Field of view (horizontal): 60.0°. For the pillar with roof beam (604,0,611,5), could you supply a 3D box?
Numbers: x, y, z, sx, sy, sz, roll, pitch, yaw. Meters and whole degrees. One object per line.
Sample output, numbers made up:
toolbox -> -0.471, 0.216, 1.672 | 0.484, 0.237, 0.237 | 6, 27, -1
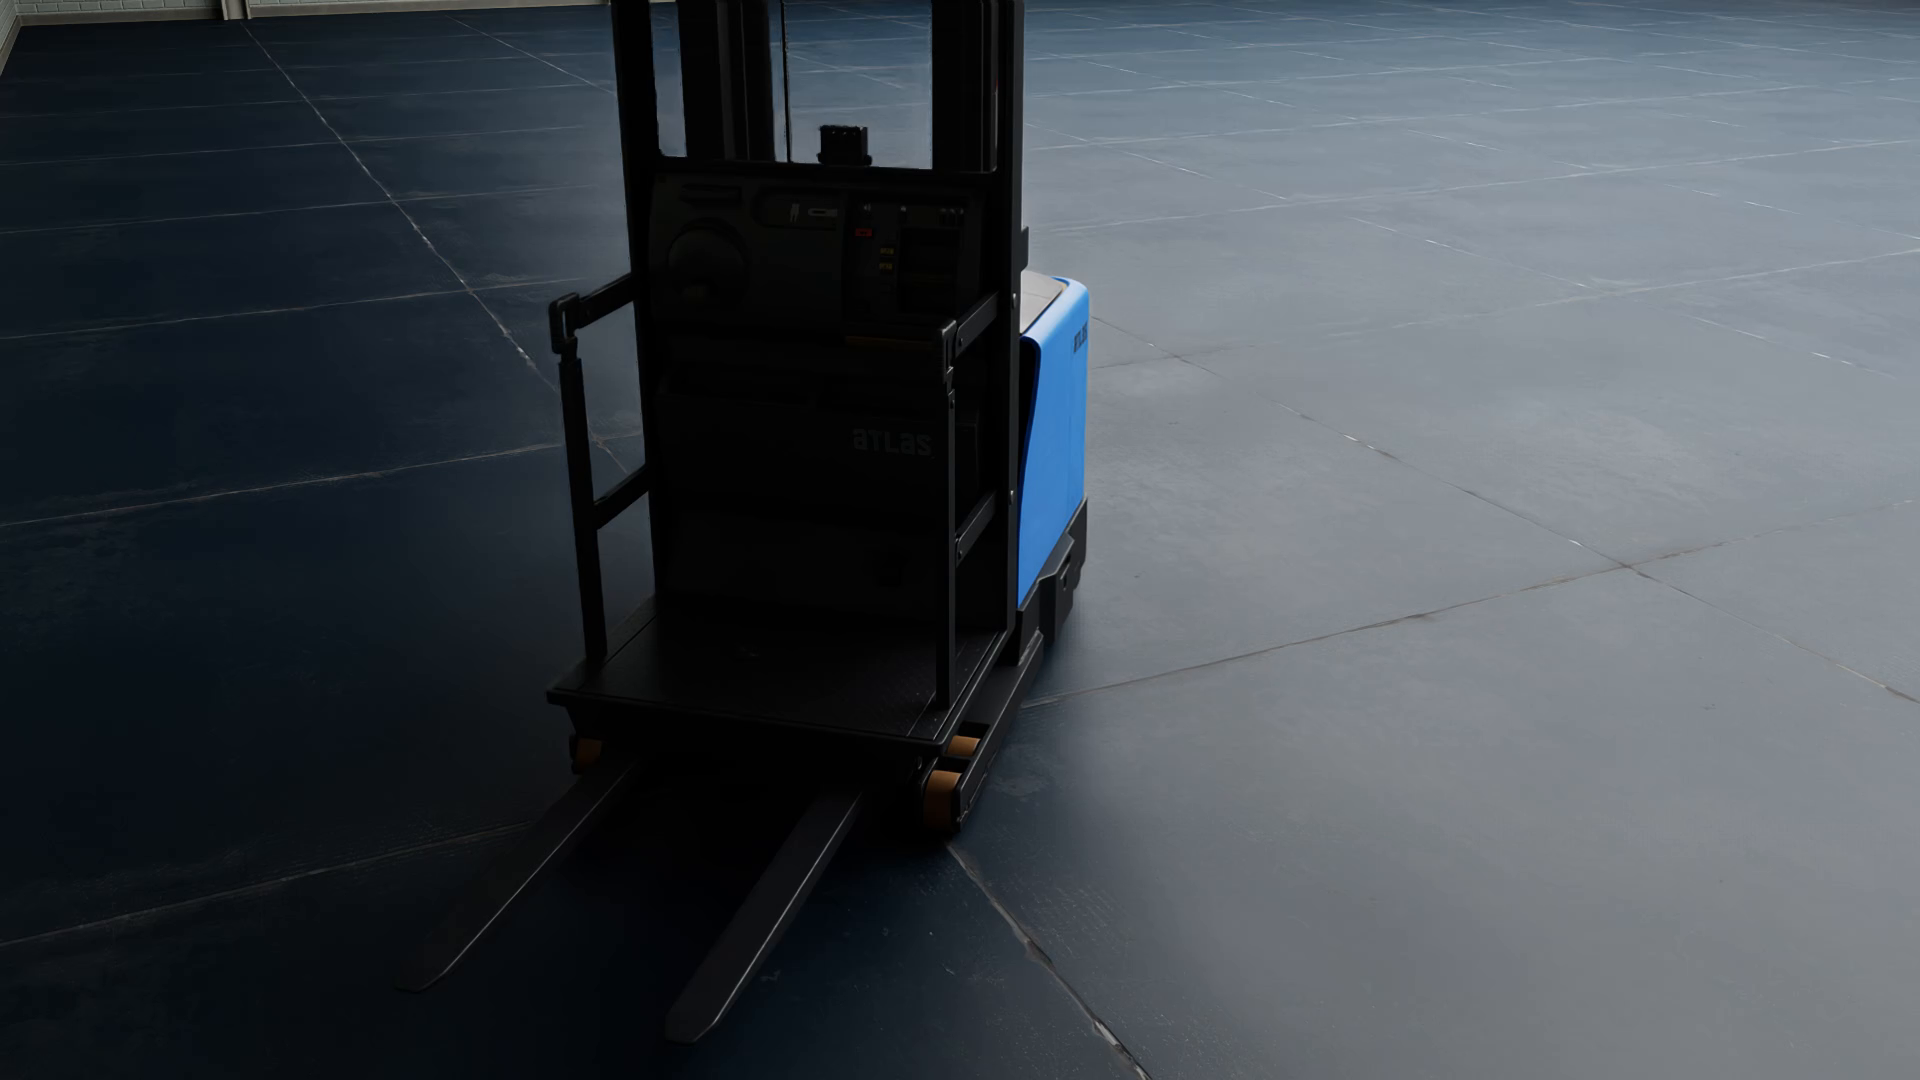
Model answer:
pillar with roof beam -> -3.938, -11.755, 22.882 | 0.400, 9.000, 9.100 | -10, 25, -24

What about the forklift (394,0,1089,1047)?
forklift -> -0.443, -0.747, 4.223 | 1.130, 2.935, 3.031 | 6, 23, 14

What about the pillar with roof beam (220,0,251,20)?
pillar with roof beam -> -9.344, -10.760, 20.478 | 0.400, 9.000, 9.100 | -10, 25, -24
